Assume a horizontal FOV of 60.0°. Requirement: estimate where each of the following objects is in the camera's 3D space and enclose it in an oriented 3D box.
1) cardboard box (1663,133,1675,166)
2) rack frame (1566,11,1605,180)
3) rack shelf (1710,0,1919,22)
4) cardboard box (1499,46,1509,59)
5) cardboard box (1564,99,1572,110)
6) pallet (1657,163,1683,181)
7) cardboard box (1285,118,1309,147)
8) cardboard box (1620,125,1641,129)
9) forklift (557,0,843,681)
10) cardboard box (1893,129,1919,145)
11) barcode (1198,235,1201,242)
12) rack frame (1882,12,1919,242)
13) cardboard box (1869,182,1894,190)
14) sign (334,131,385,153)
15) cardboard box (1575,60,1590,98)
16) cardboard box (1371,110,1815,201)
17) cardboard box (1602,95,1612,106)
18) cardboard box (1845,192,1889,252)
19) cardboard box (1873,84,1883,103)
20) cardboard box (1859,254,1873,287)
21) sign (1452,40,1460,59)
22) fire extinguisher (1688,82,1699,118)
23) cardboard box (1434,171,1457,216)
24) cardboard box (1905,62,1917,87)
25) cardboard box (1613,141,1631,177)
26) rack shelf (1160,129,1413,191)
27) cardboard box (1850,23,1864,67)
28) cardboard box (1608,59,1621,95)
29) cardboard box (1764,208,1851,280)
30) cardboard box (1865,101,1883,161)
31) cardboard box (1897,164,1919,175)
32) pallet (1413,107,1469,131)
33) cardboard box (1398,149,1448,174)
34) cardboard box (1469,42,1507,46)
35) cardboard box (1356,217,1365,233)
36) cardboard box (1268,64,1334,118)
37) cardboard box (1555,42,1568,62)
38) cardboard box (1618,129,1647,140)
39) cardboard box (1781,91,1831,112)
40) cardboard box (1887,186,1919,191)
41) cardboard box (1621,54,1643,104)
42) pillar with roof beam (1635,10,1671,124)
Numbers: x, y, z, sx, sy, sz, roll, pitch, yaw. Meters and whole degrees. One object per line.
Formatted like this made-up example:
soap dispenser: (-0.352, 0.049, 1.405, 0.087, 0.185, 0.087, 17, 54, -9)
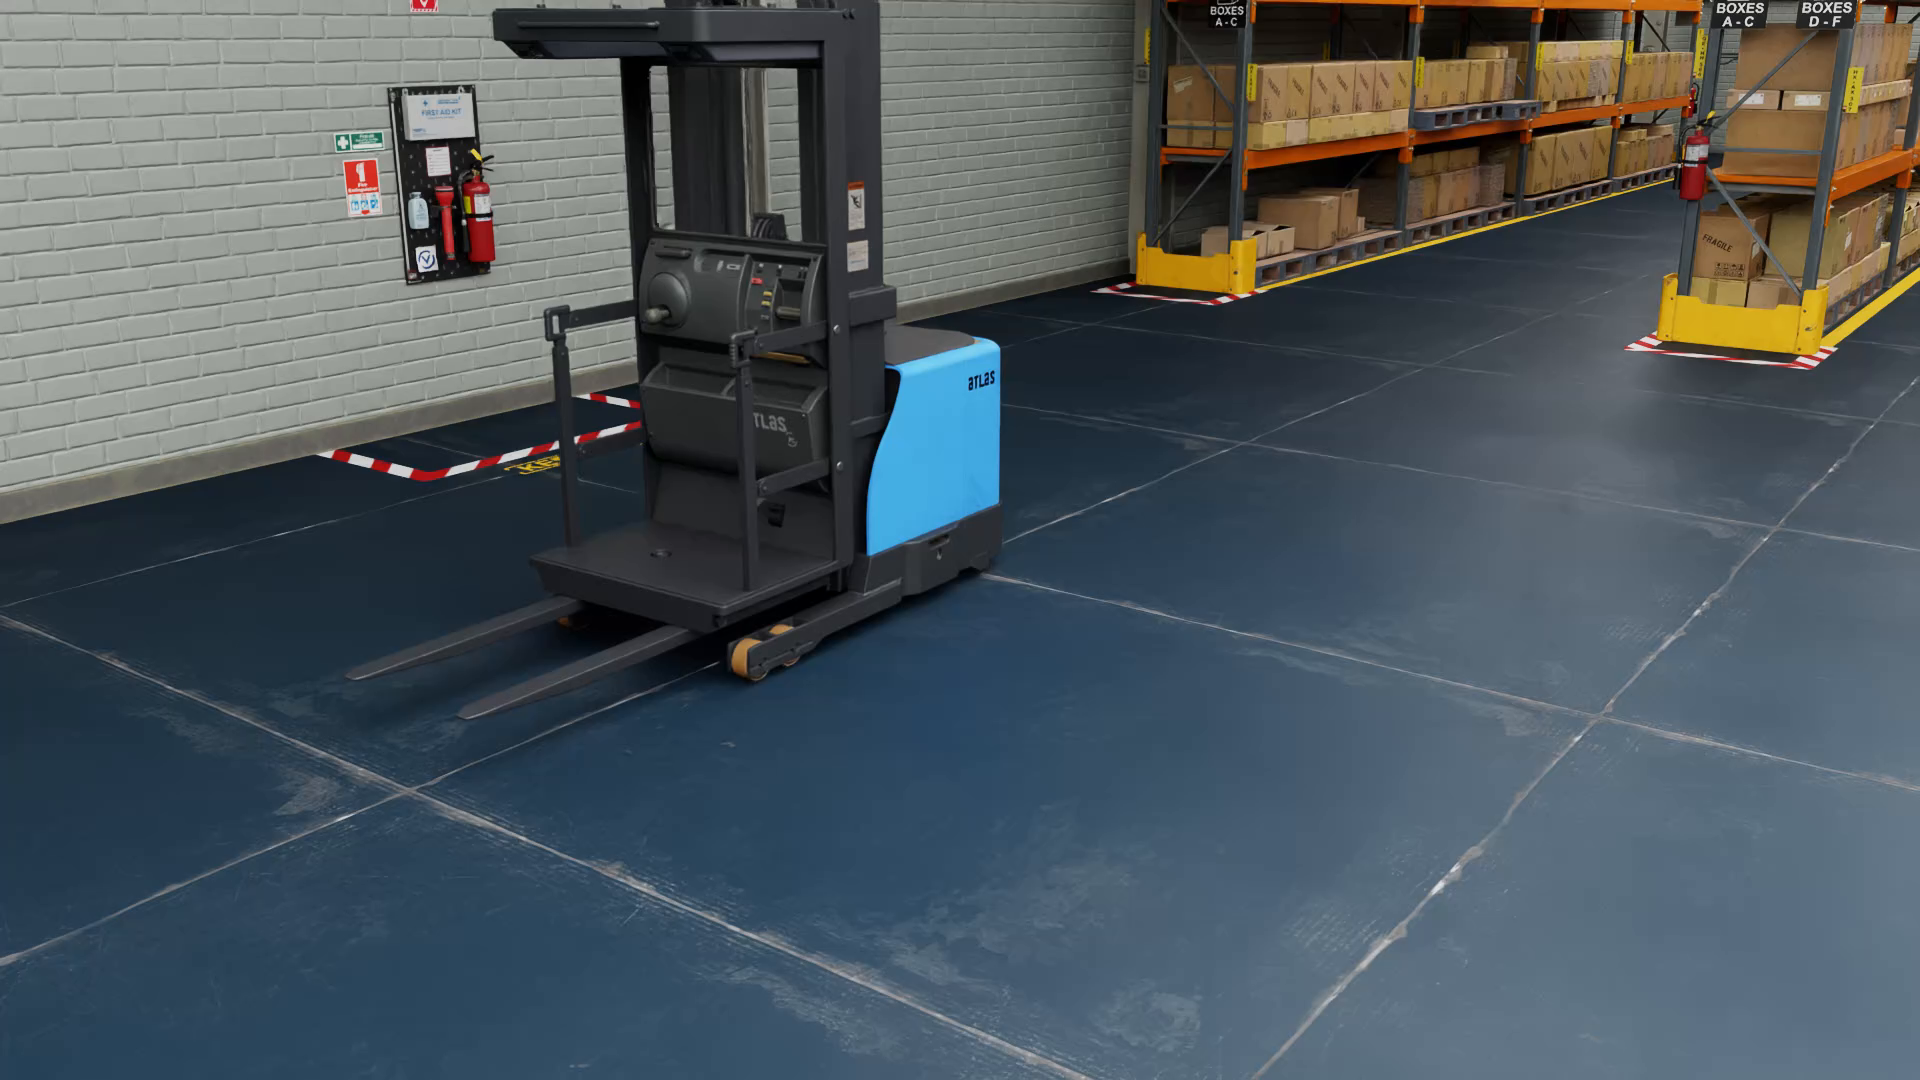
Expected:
cardboard box: (11.428, -6.508, 27.651, 0.700, 0.500, 0.500, 12, 21, 35)
rack frame: (9.384, -6.733, 24.866, 0.949, 2.616, 0.053, 12, 21, 35)
rack shelf: (7.404, -4.566, 14.044, 1.077, 0.370, 4.000, 12, 21, 35)
cardboard box: (6.817, -6.261, 21.342, 0.380, 0.149, 0.250, 9, 20, 28)
cardboard box: (8.286, -6.075, 23.138, 0.380, 0.149, 0.250, 13, 21, 35)
pallet: (11.351, -6.150, 27.692, 1.003, 0.211, 1.213, 12, 21, 35)
cardboard box: (3.075, -3.999, 16.284, 0.500, 0.250, 0.500, 12, 21, 33)
cardboard box: (20.029, -3.429, 15.054, 30.097, 1.090, 9.268, 13, 21, 35)
forklift: (-1.060, -1.012, 6.561, 1.121, 2.935, 3.031, 12, 21, 33)
cardboard box: (9.287, -4.008, 16.517, 0.380, 0.149, 0.250, 12, 21, 35)
barcode: (2.406, -3.029, 16.717, 0.001, 0.075, 0.075, 12, 21, 35)
rack frame: (8.593, -3.954, 15.918, 0.949, 2.616, 0.053, 12, 21, 35)
cardboard box: (10.125, -3.862, 18.604, 0.500, 0.311, 0.500, 12, 21, 33)
sign: (-3.527, -2.340, 9.767, 0.001, 0.109, 0.331, 12, 21, 35)
cardboard box: (8.413, -6.417, 23.145, 0.500, 0.500, 0.500, 13, 22, 36)
cardboard box: (5.872, -3.634, 16.540, 4.849, 1.100, 0.969, 13, 21, 35)
cardboard box: (9.276, -6.428, 24.275, 0.380, 0.149, 0.250, 13, 21, 36)
cardboard box: (9.374, -3.277, 16.824, 0.543, 0.750, 4.425, 12, 21, 35)
cardboard box: (7.692, -3.842, 14.296, 0.380, 0.149, 0.250, 13, 22, 36)
cardboard box: (7.903, -2.453, 15.012, 0.500, 0.250, 0.500, 12, 21, 35)
sign: (6.550, -6.431, 21.942, 0.100, 0.325, 0.005, 12, 21, 35)
fire extinguisher: (12.225, -7.425, 27.856, 0.296, 0.674, 0.183, 12, 21, 35)
cardboard box: (5.644, -4.269, 20.405, 0.700, 0.500, 0.500, 13, 21, 35)
cardboard box: (11.263, -5.324, 19.454, 0.700, 0.500, 0.500, 5, 18, 16)
cardboard box: (9.909, -5.900, 25.692, 0.700, 0.500, 0.500, 13, 21, 35)
rack shelf: (3.423, -4.008, 17.305, 1.077, 0.370, 4.000, 12, 21, 35)
cardboard box: (6.841, -3.916, 13.439, 0.700, 0.500, 0.500, 12, 21, 33)
cardboard box: (9.309, -6.778, 24.309, 0.500, 0.500, 0.500, 12, 21, 34)
cardboard box: (7.007, -2.454, 13.752, 0.500, 0.500, 0.500, 12, 21, 35)
cardboard box: (7.725, -3.649, 14.767, 0.700, 0.500, 0.500, 13, 21, 35)
cardboard box: (11.378, -4.559, 20.075, 0.500, 0.250, 0.500, 13, 22, 37)
pallet: (5.187, -4.893, 19.264, 1.003, 0.211, 1.213, 12, 21, 35)
cardboard box: (5.607, -4.611, 20.241, 0.500, 0.250, 0.500, 12, 21, 33)
cardboard box: (7.060, -6.492, 22.122, 0.500, 0.250, 0.500, 13, 22, 36)
cardboard box: (4.320, -3.552, 18.660, 0.380, 0.166, 0.250, 9, 20, 28)
cardboard box: (3.373, -4.470, 16.534, 0.524, 0.500, 0.524, 13, 21, 36)
cardboard box: (7.795, -6.529, 22.241, 0.500, 0.250, 0.500, 12, 21, 34)
cardboard box: (10.571, -6.383, 26.155, 0.380, 0.149, 0.250, 12, 21, 33)
cardboard box: (6.619, -3.414, 12.916, 0.380, 0.149, 0.250, 12, 21, 34)
cardboard box: (10.257, -3.648, 17.917, 0.500, 0.311, 0.500, 12, 21, 34)
cardboard box: (9.718, -7.003, 25.230, 0.980, 0.700, 0.700, 13, 21, 36)
pillar with roof beam: (16.136, -10.586, 27.160, 9.100, 9.000, 0.400, 12, 21, 35)
